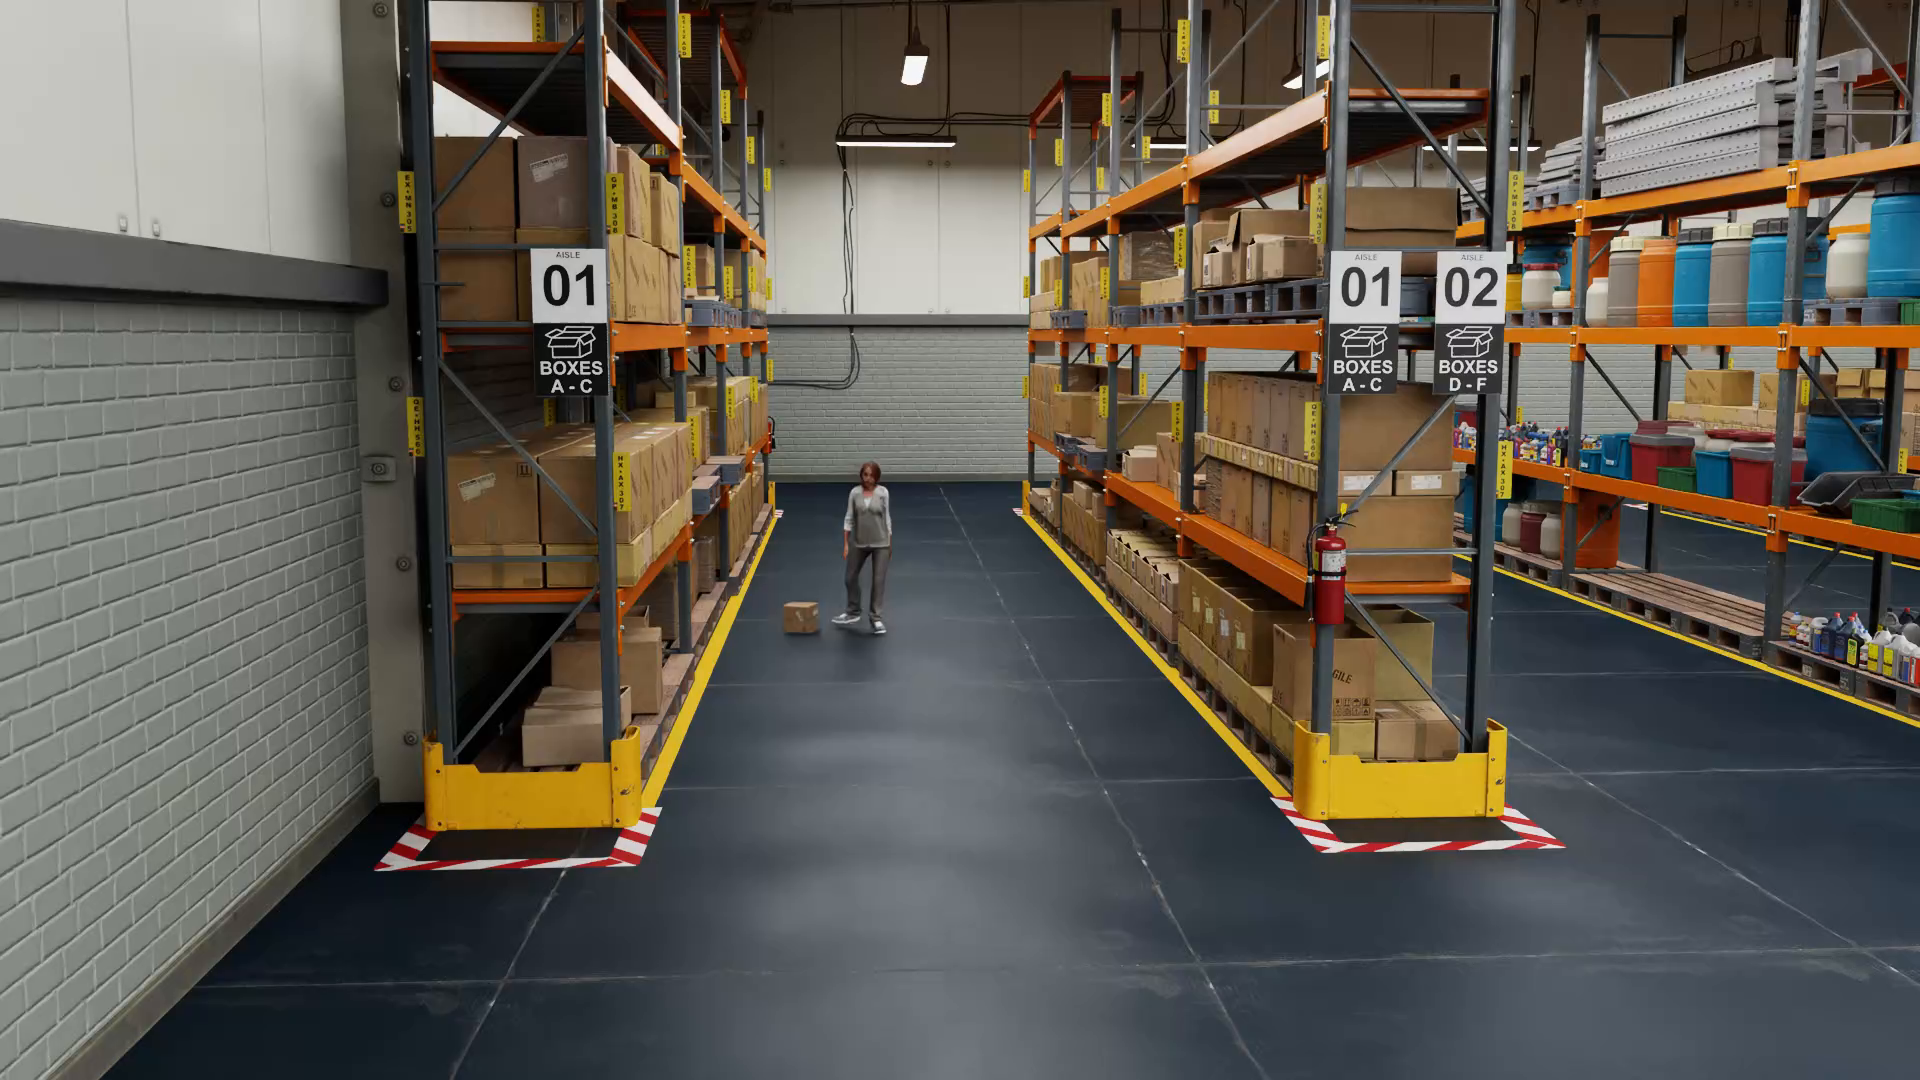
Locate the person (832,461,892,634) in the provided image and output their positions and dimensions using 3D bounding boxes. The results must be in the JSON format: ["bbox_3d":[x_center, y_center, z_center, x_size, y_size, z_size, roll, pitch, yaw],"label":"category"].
[{"bbox_3d":[-0.924,0.057,15.339,0.598,1.592,0.458,1,7,9],"label":"person"}]
